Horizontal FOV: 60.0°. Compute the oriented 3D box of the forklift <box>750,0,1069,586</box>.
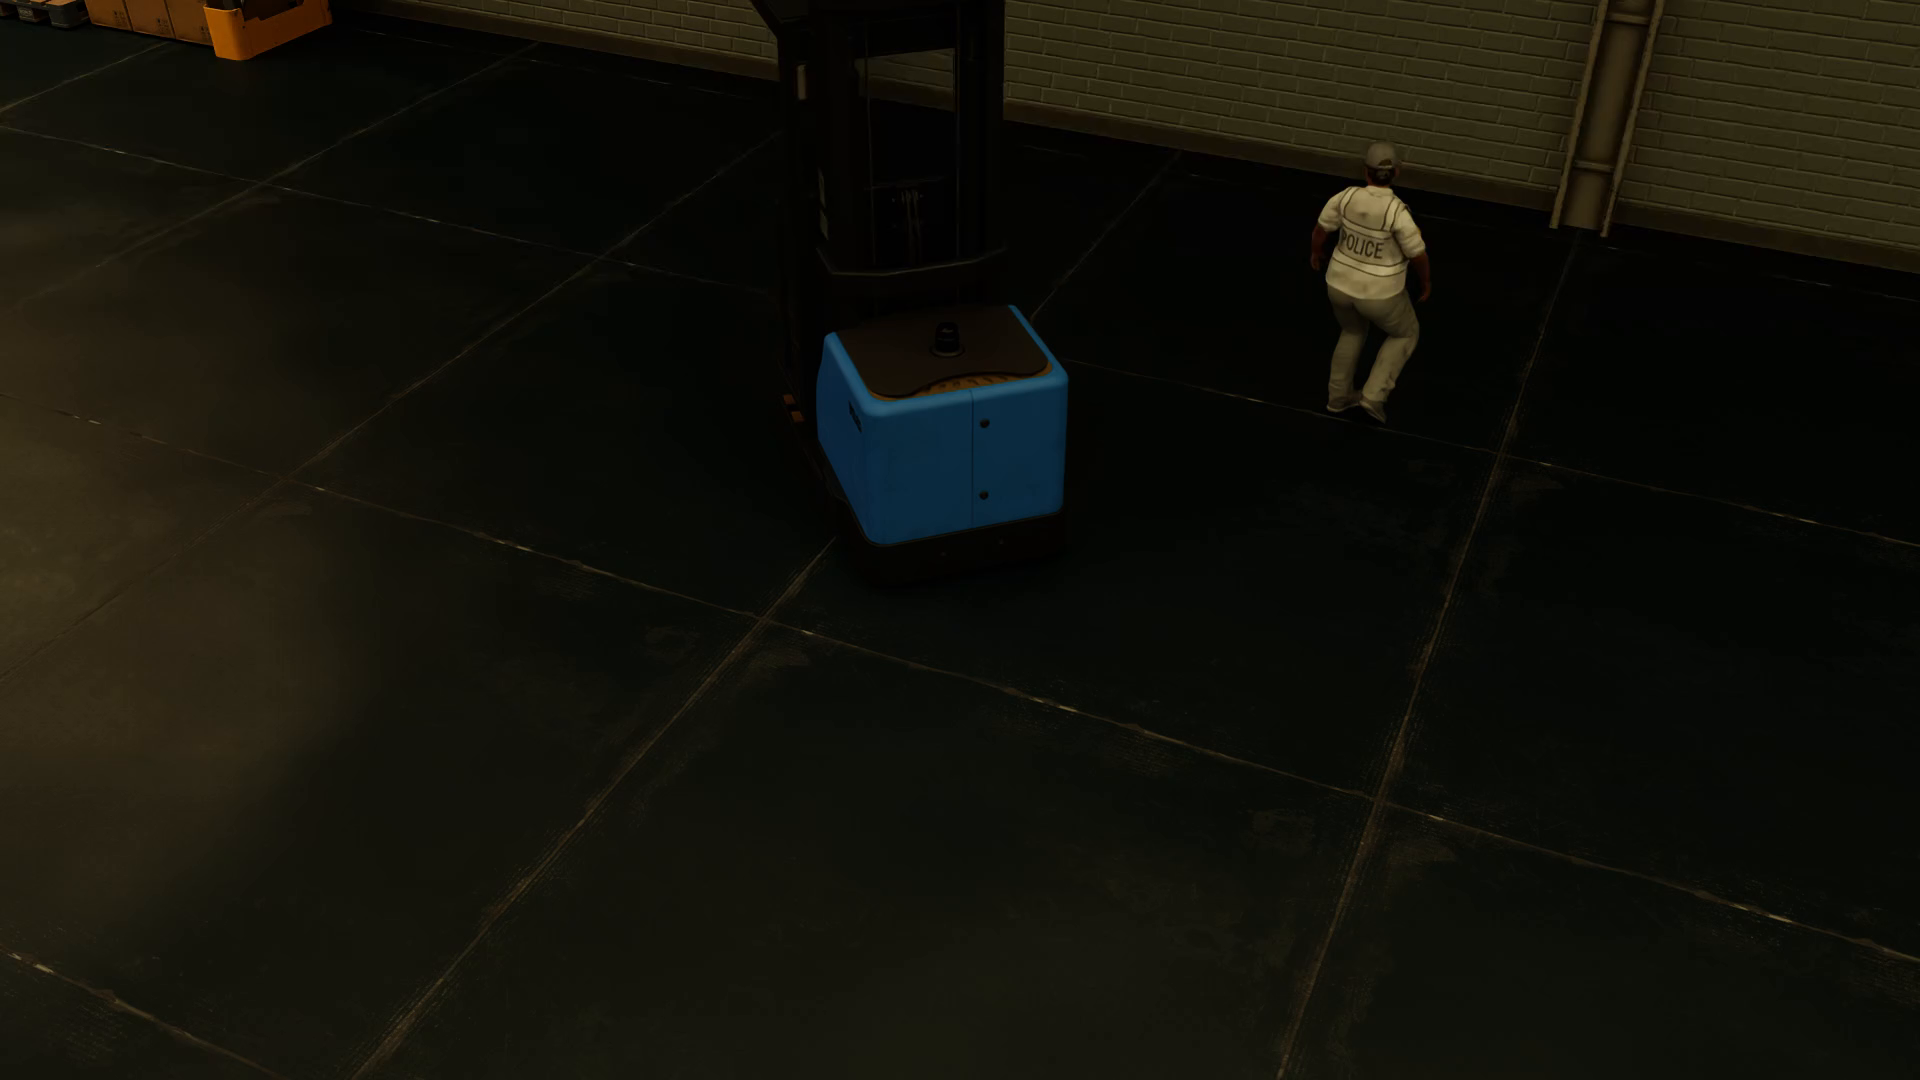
[{"bbox_3d":[-0.412,-1.824,8.644,1.130,2.935,3.031,-11,37,-15],"label":"forklift"}]

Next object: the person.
[{"bbox_3d":[2.252,-1.429,9.228,0.451,1.647,0.732,-29,44,-34],"label":"person"}]
